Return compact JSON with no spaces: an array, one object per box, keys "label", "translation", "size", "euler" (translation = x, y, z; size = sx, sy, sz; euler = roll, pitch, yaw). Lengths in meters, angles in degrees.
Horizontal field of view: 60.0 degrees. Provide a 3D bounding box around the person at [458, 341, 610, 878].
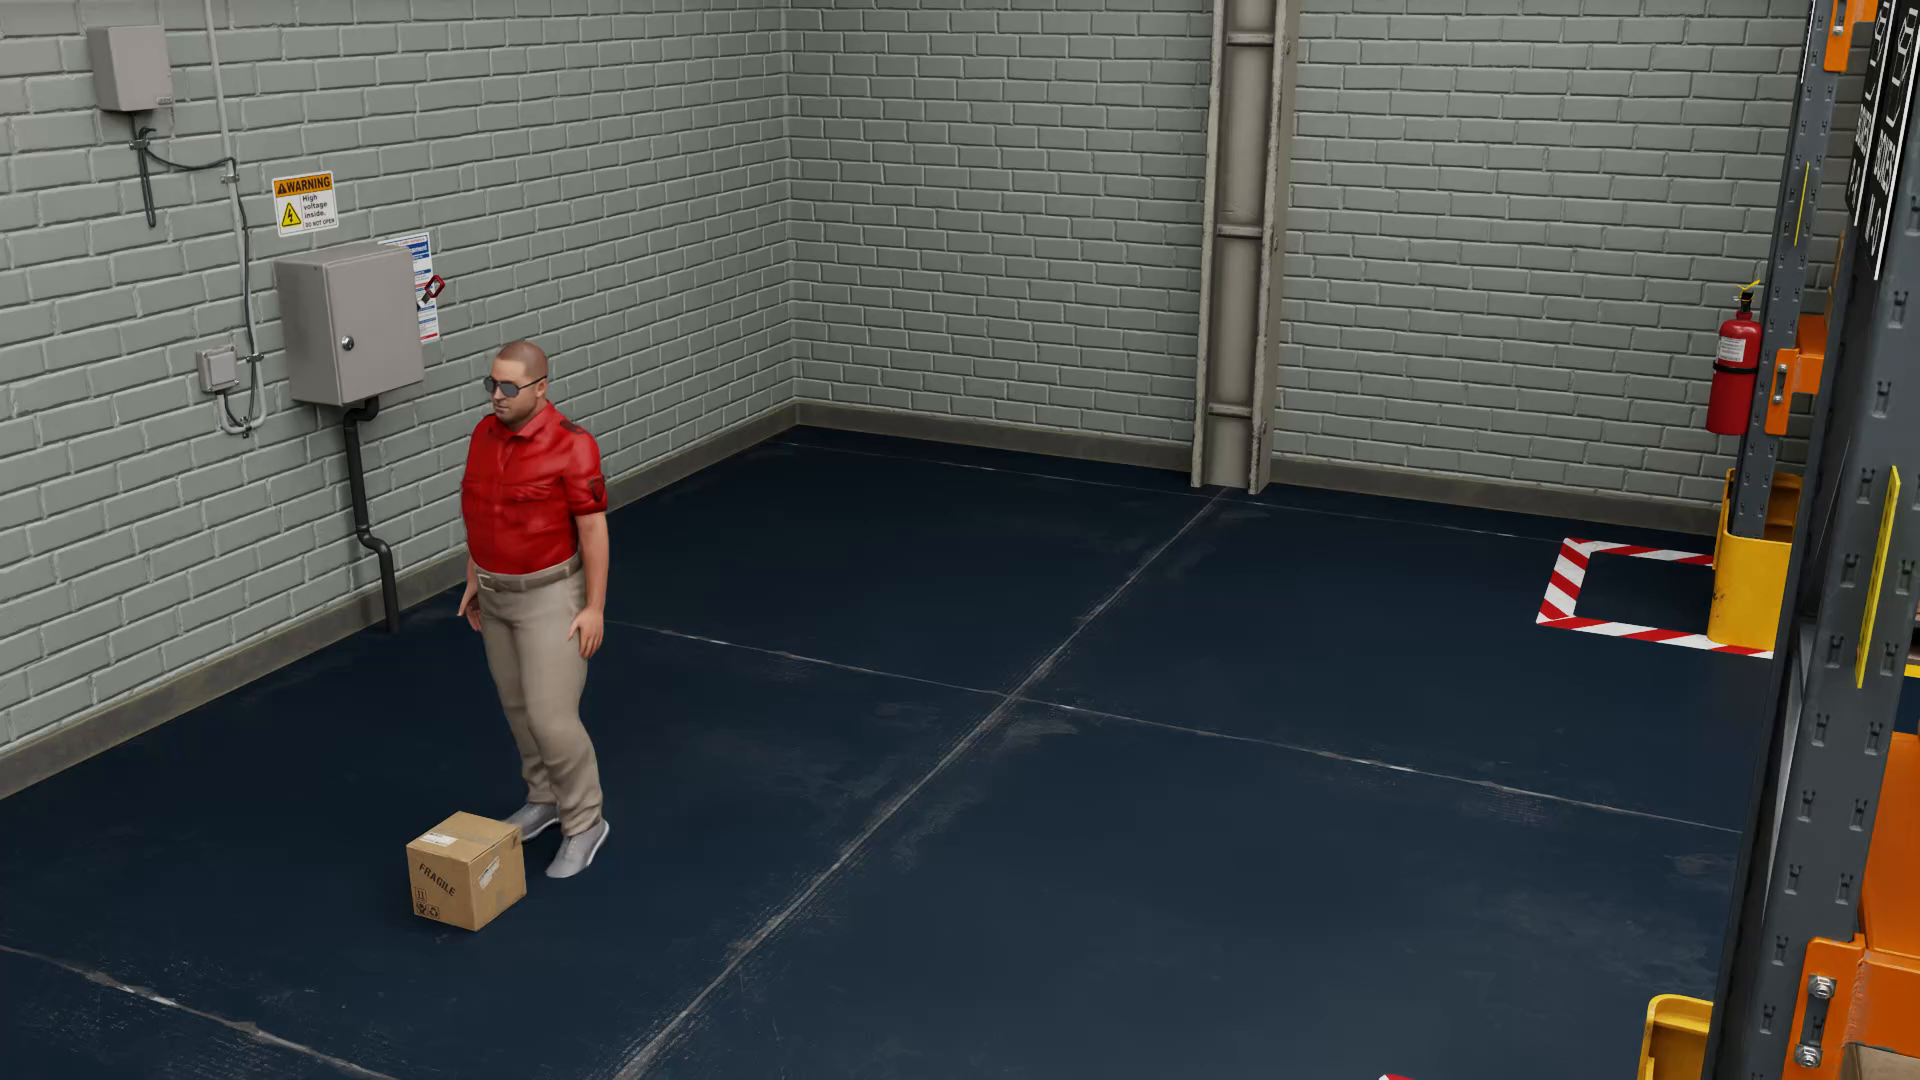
[{"label":"person","translation":[-1.439,0.234,5.481],"size":[0.573,1.791,0.409],"euler":[12,22,32]}]
